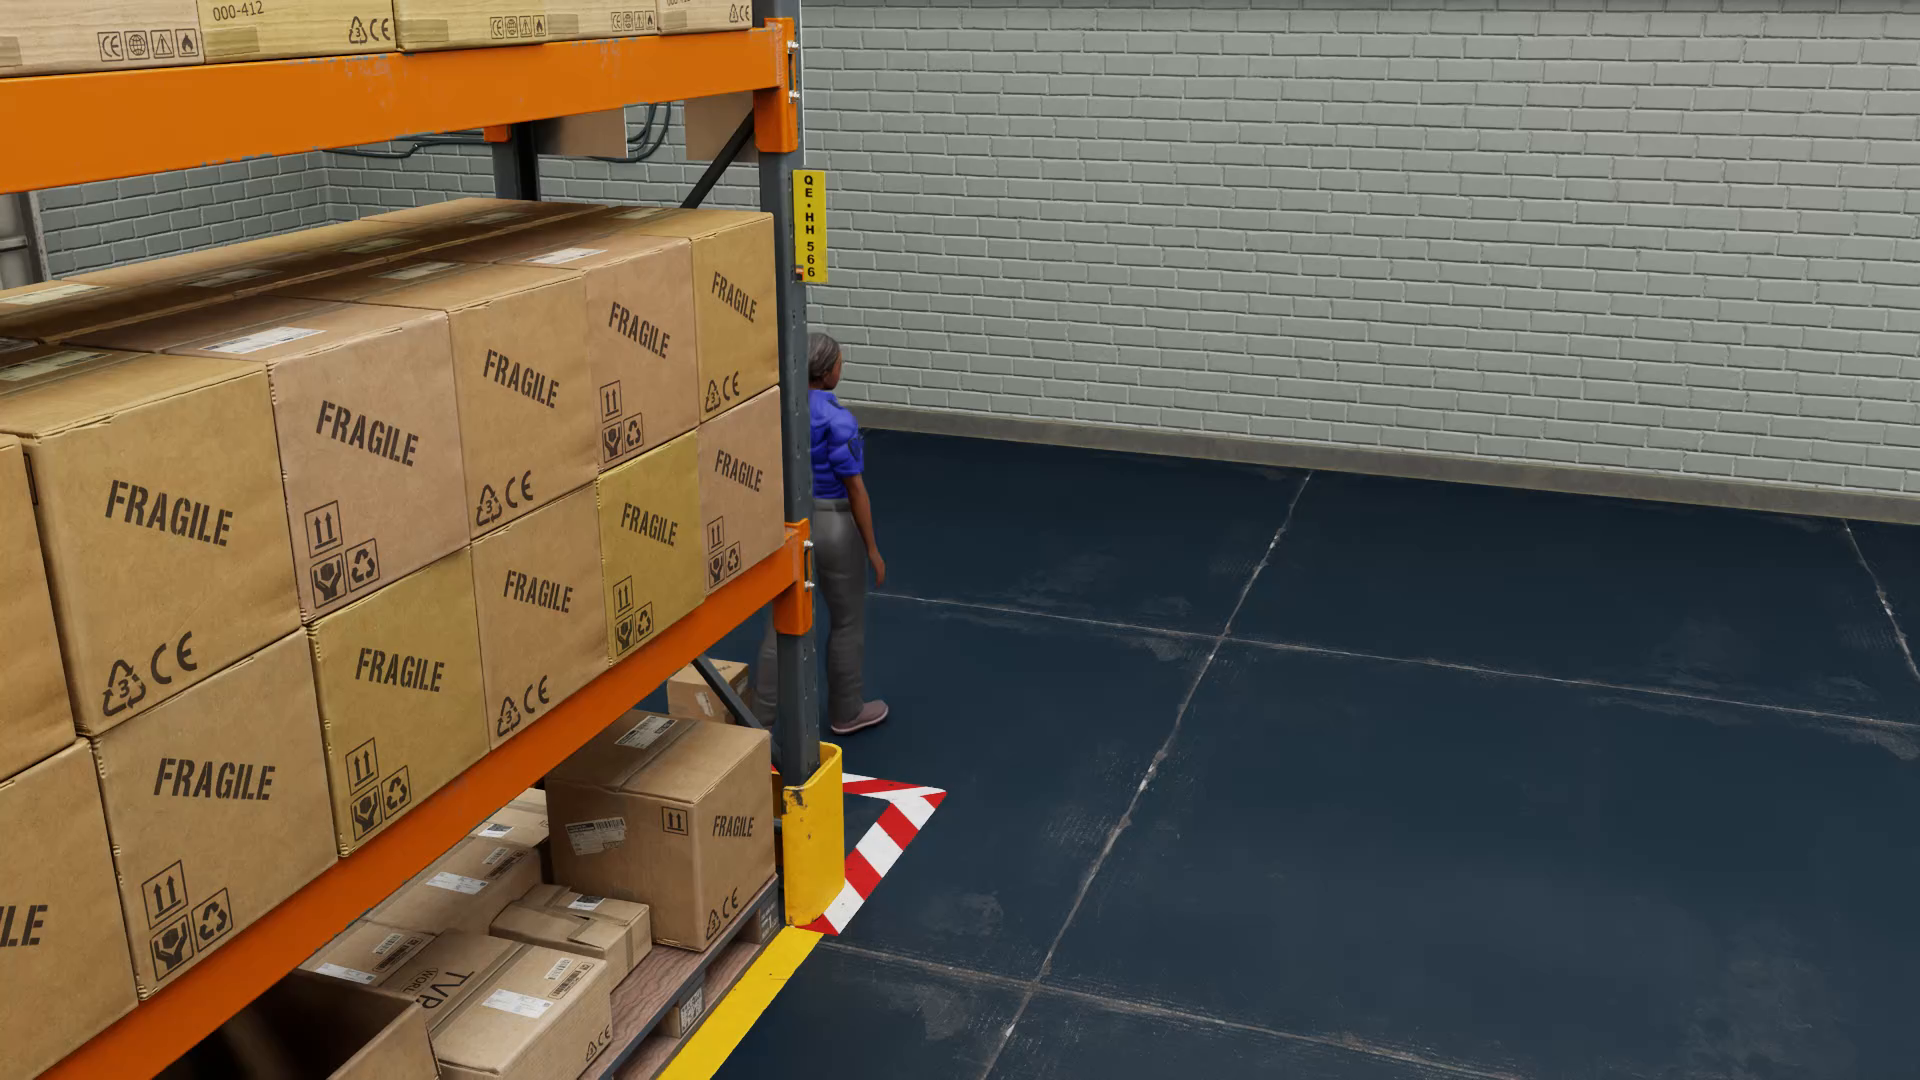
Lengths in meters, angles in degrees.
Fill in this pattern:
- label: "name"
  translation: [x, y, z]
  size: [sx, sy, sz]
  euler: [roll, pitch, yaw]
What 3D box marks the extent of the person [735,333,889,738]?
- label: "person"
  translation: [-0.584, -0.006, 6.561]
  size: [0.654, 1.646, 0.556]
  euler: [10, 21, 27]
